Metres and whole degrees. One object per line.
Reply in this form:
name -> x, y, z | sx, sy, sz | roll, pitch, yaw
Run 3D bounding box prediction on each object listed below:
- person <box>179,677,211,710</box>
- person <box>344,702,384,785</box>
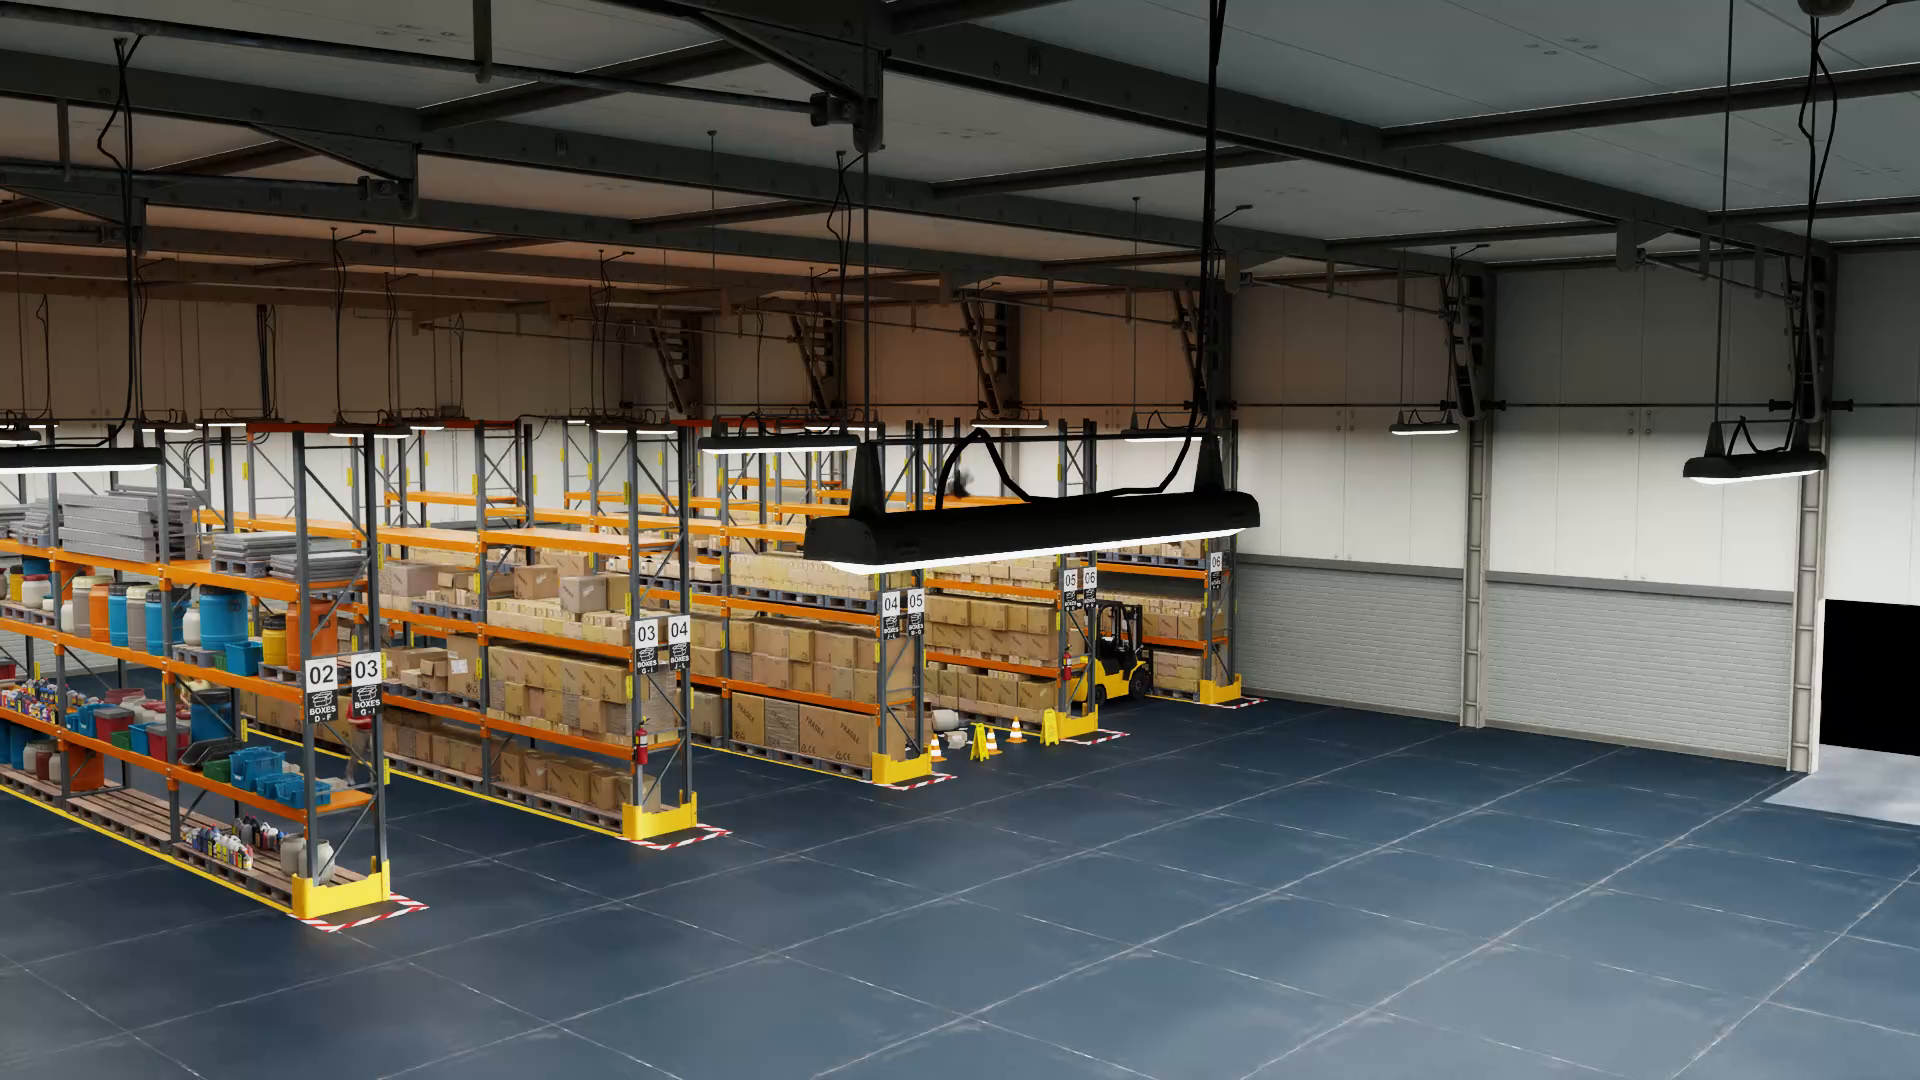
person -> -13.612, 3.047, 29.777 | 0.380, 1.572, 0.589 | 3, 6, 37
person -> -9.819, 3.345, 27.364 | 0.633, 1.591, 0.838 | -4, 6, -42
